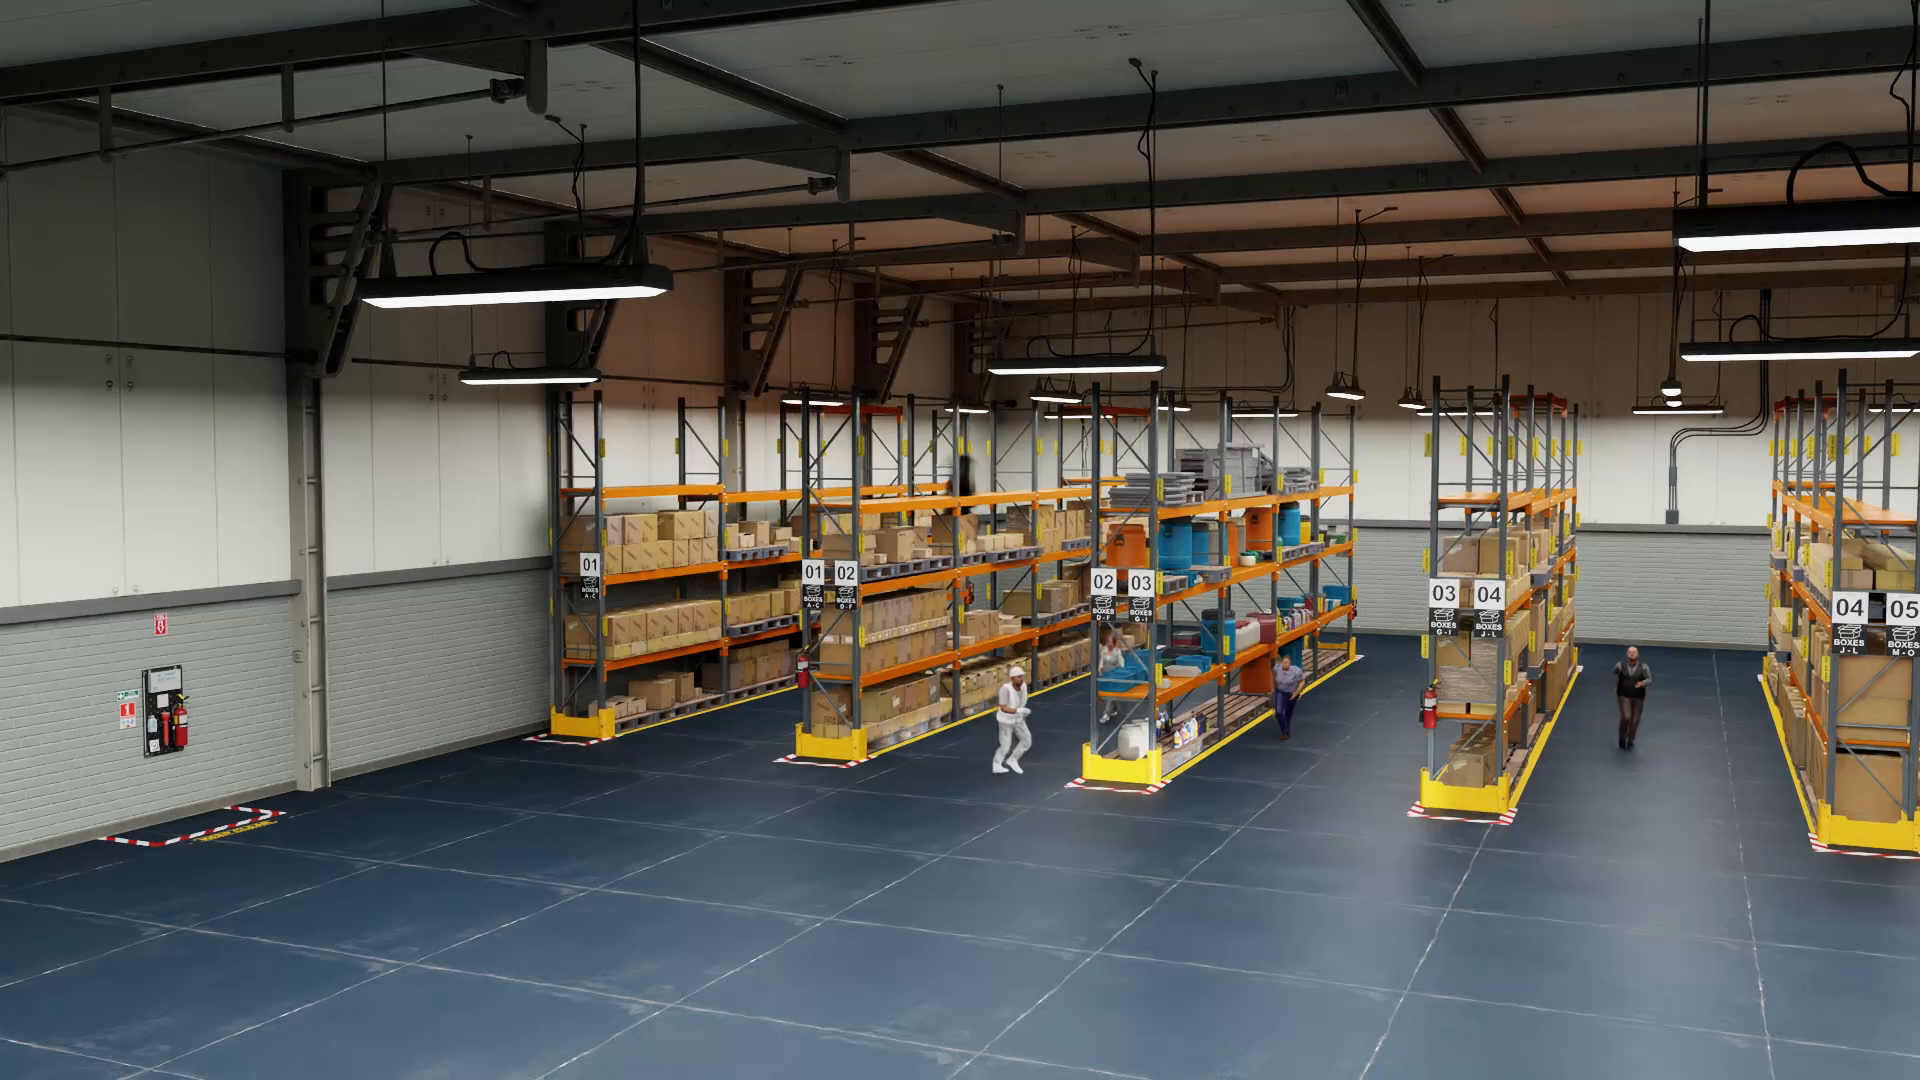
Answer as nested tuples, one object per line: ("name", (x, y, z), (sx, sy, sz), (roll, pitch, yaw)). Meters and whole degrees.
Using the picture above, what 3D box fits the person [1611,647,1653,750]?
("person", (11.131, 2.621, 27.550), (0.618, 1.709, 0.690), (1, 3, 14))

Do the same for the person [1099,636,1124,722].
("person", (2.740, 2.511, 30.449), (0.492, 1.534, 0.844), (2, 4, 36))

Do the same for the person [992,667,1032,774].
("person", (0.808, 2.743, 25.280), (0.633, 1.675, 0.853), (-3, 4, -39))

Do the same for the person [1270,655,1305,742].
("person", (5.666, 2.677, 28.729), (0.602, 1.501, 1.024), (1, 3, 15))
